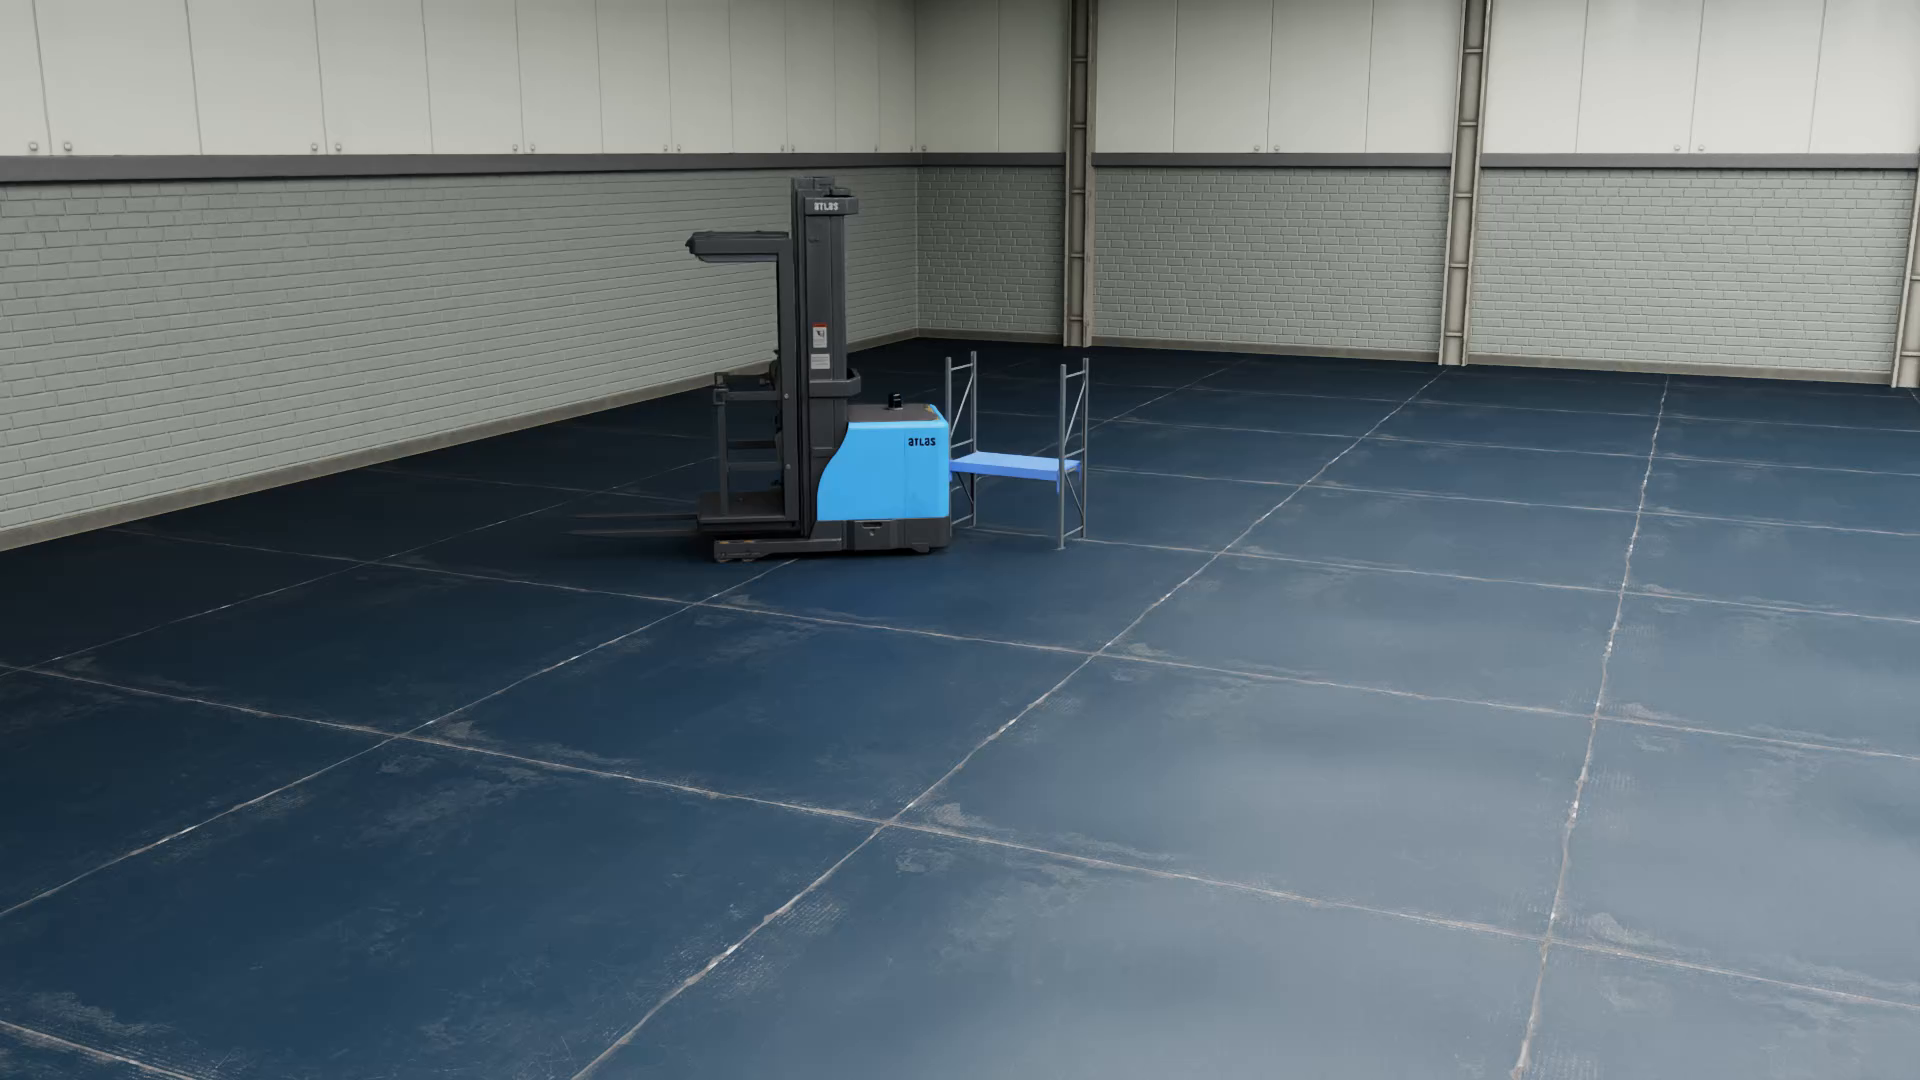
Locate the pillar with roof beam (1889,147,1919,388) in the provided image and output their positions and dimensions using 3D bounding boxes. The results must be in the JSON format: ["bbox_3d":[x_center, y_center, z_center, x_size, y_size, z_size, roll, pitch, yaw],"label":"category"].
[{"bbox_3d":[11.166,-5.575,17.816,0.400,9.000,9.100,6,14,23],"label":"pillar with roof beam"}]

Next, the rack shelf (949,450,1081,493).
[{"bbox_3d":[0.461,-0.571,13.693,1.000,0.185,0.538,7,15,26],"label":"rack shelf"}]

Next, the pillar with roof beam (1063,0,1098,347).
[{"bbox_3d":[0.194,-6.686,22.548,0.400,9.000,9.100,6,14,23],"label":"pillar with roof beam"}]

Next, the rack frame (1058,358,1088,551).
[{"bbox_3d":[0.914,-0.693,13.426,0.032,1.500,0.500,7,15,26],"label":"rack frame"}]

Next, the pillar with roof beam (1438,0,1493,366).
[{"bbox_3d":[5.680,-6.130,20.182,0.400,9.000,9.100,6,14,23],"label":"pillar with roof beam"}]

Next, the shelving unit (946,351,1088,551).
[{"bbox_3d":[0.461,-0.746,13.652,1.048,1.500,0.538,7,15,26],"label":"shelving unit"}]

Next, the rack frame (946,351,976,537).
[{"bbox_3d":[0.009,-0.799,13.878,0.032,1.500,0.500,7,15,26],"label":"rack frame"}]

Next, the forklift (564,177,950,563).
[{"bbox_3d":[-1.634,-1.379,13.214,3.031,2.935,1.130,-2,13,-7],"label":"forklift"}]
